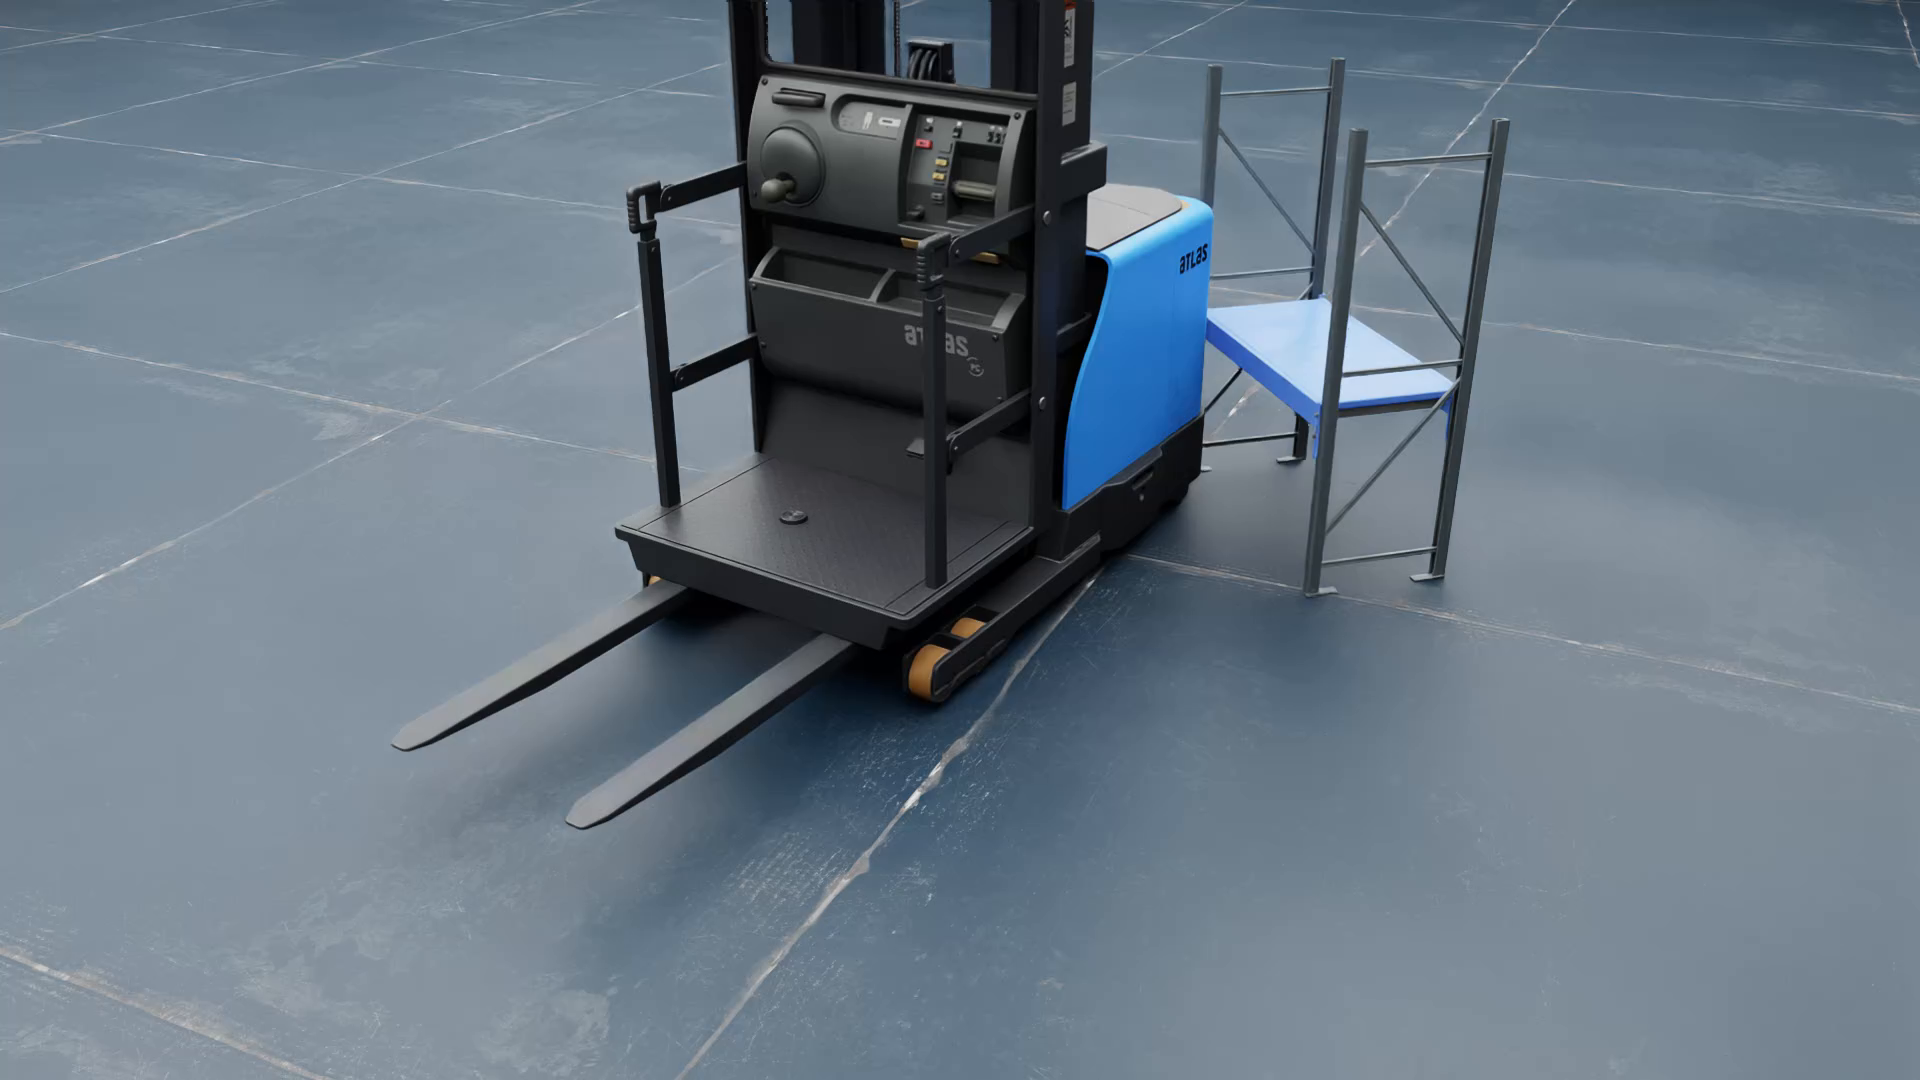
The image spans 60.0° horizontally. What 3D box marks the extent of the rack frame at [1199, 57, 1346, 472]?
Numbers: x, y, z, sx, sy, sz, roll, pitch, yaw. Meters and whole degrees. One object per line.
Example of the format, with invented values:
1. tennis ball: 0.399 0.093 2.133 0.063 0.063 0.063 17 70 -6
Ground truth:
1. rack frame: 1.081 -0.956 5.995 0.500 1.500 0.032 -7 27 -14

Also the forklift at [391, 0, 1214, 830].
1. forklift: -0.340 -1.083 4.631 1.130 2.935 3.031 16 30 29

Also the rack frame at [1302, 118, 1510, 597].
1. rack frame: 1.355 -0.524 5.116 0.500 1.500 0.032 -7 27 -14

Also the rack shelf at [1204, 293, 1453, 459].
1. rack shelf: 1.218 -0.579 5.635 0.538 0.185 1.000 -7 27 -14

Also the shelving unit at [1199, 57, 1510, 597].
1. shelving unit: 1.218 -0.740 5.556 0.538 1.500 1.048 -7 27 -14
